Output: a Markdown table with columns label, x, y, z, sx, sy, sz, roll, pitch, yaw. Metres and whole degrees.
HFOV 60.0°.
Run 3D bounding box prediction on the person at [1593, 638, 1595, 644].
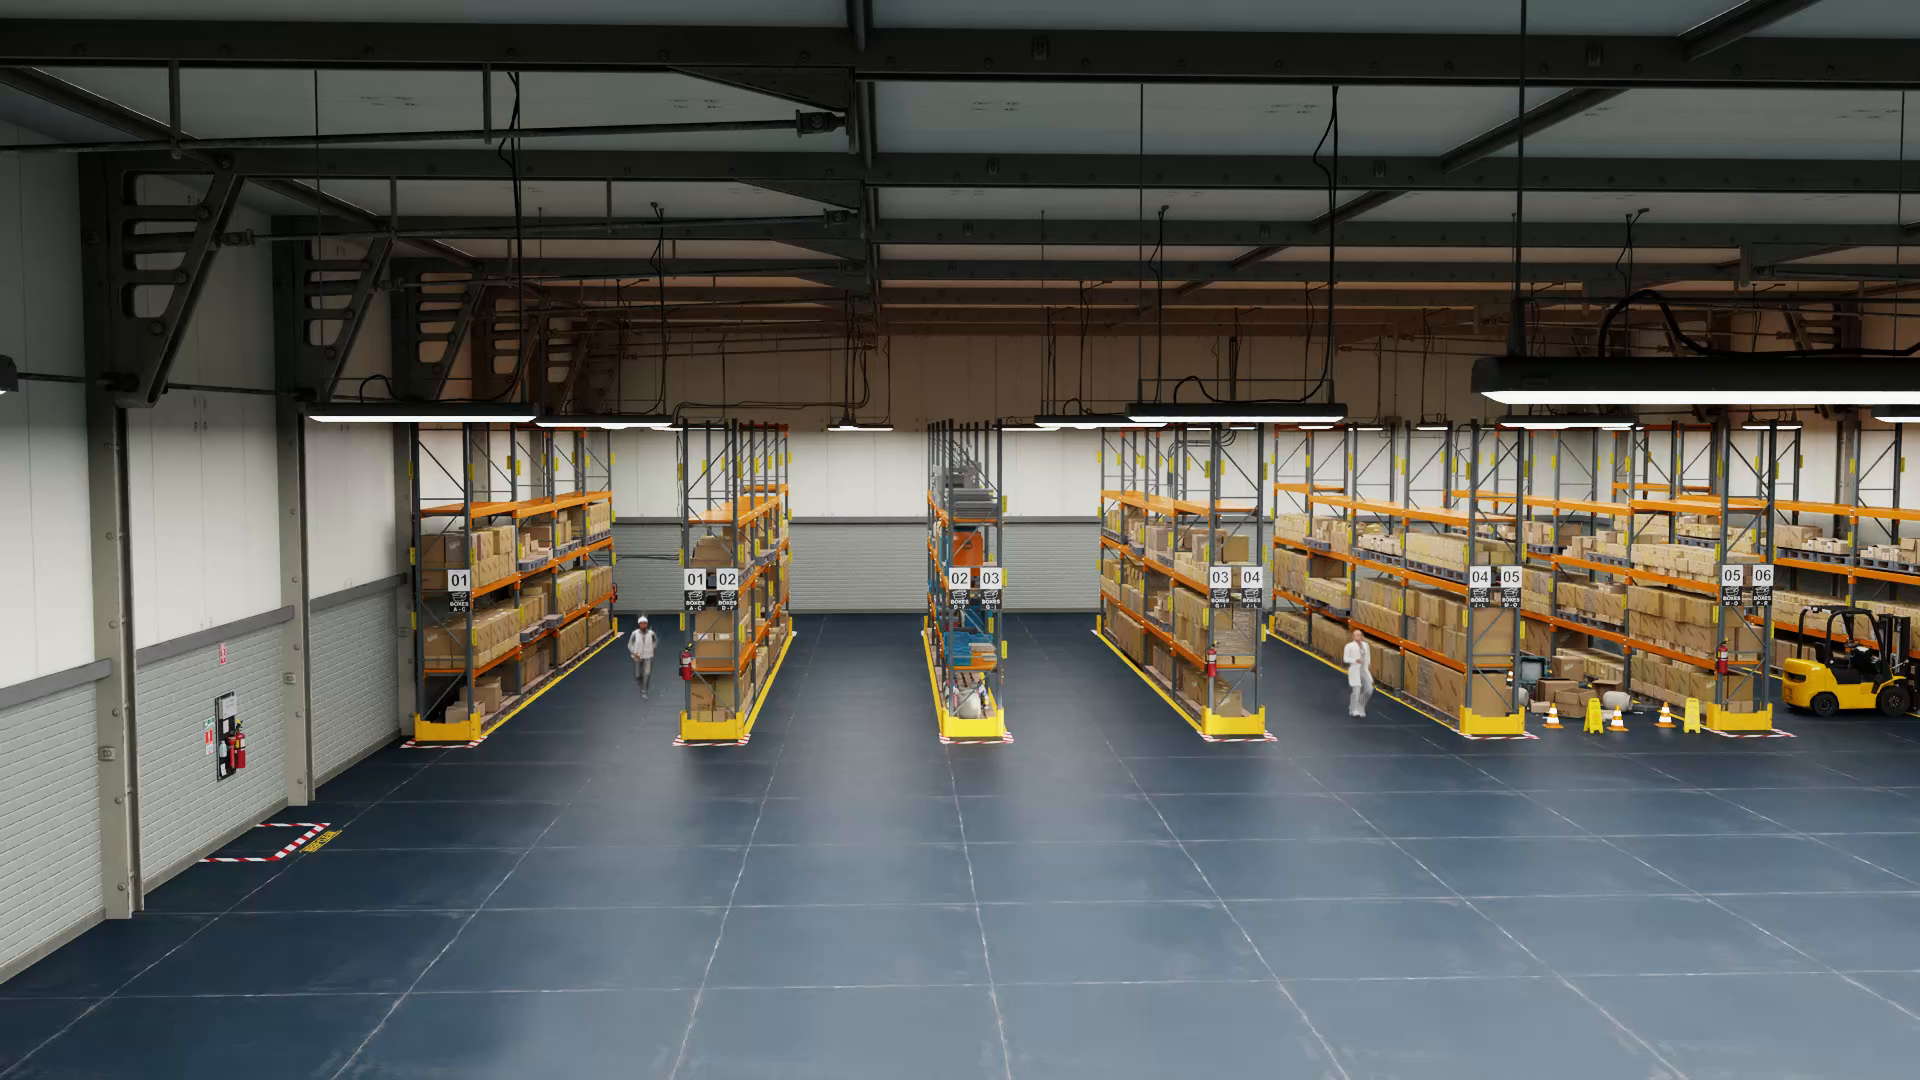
| label | x | y | z | sx | sy | sz | roll | pitch | yaw |
| --- | --- | --- | --- | --- | --- | --- | --- | --- | --- |
| person | 16.571 | 2.044 | 43.837 | 0.714 | 1.745 | 0.901 | -1 | 4 | -8 |

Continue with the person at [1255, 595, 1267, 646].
| label | x | y | z | sx | sy | sz | roll | pitch | yaw |
| --- | --- | --- | --- | --- | --- | --- | --- | --- | --- |
| person | 8.002 | 2.037 | 44.754 | 0.571 | 1.673 | 0.540 | 0 | 4 | -3 |

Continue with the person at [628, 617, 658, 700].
| label | x | y | z | sx | sy | sz | roll | pitch | yaw |
| --- | --- | --- | --- | --- | --- | --- | --- | --- | --- |
| person | -6.909 | 2.556 | 36.238 | 0.643 | 1.759 | 1.000 | -1 | 4 | -8 |

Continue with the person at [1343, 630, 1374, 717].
| label | x | y | z | sx | sy | sz | roll | pitch | yaw |
| --- | --- | --- | --- | --- | --- | --- | --- | --- | --- |
| person | 8.069 | 2.702 | 33.479 | 0.692 | 1.770 | 0.670 | -1 | 4 | -15 |
